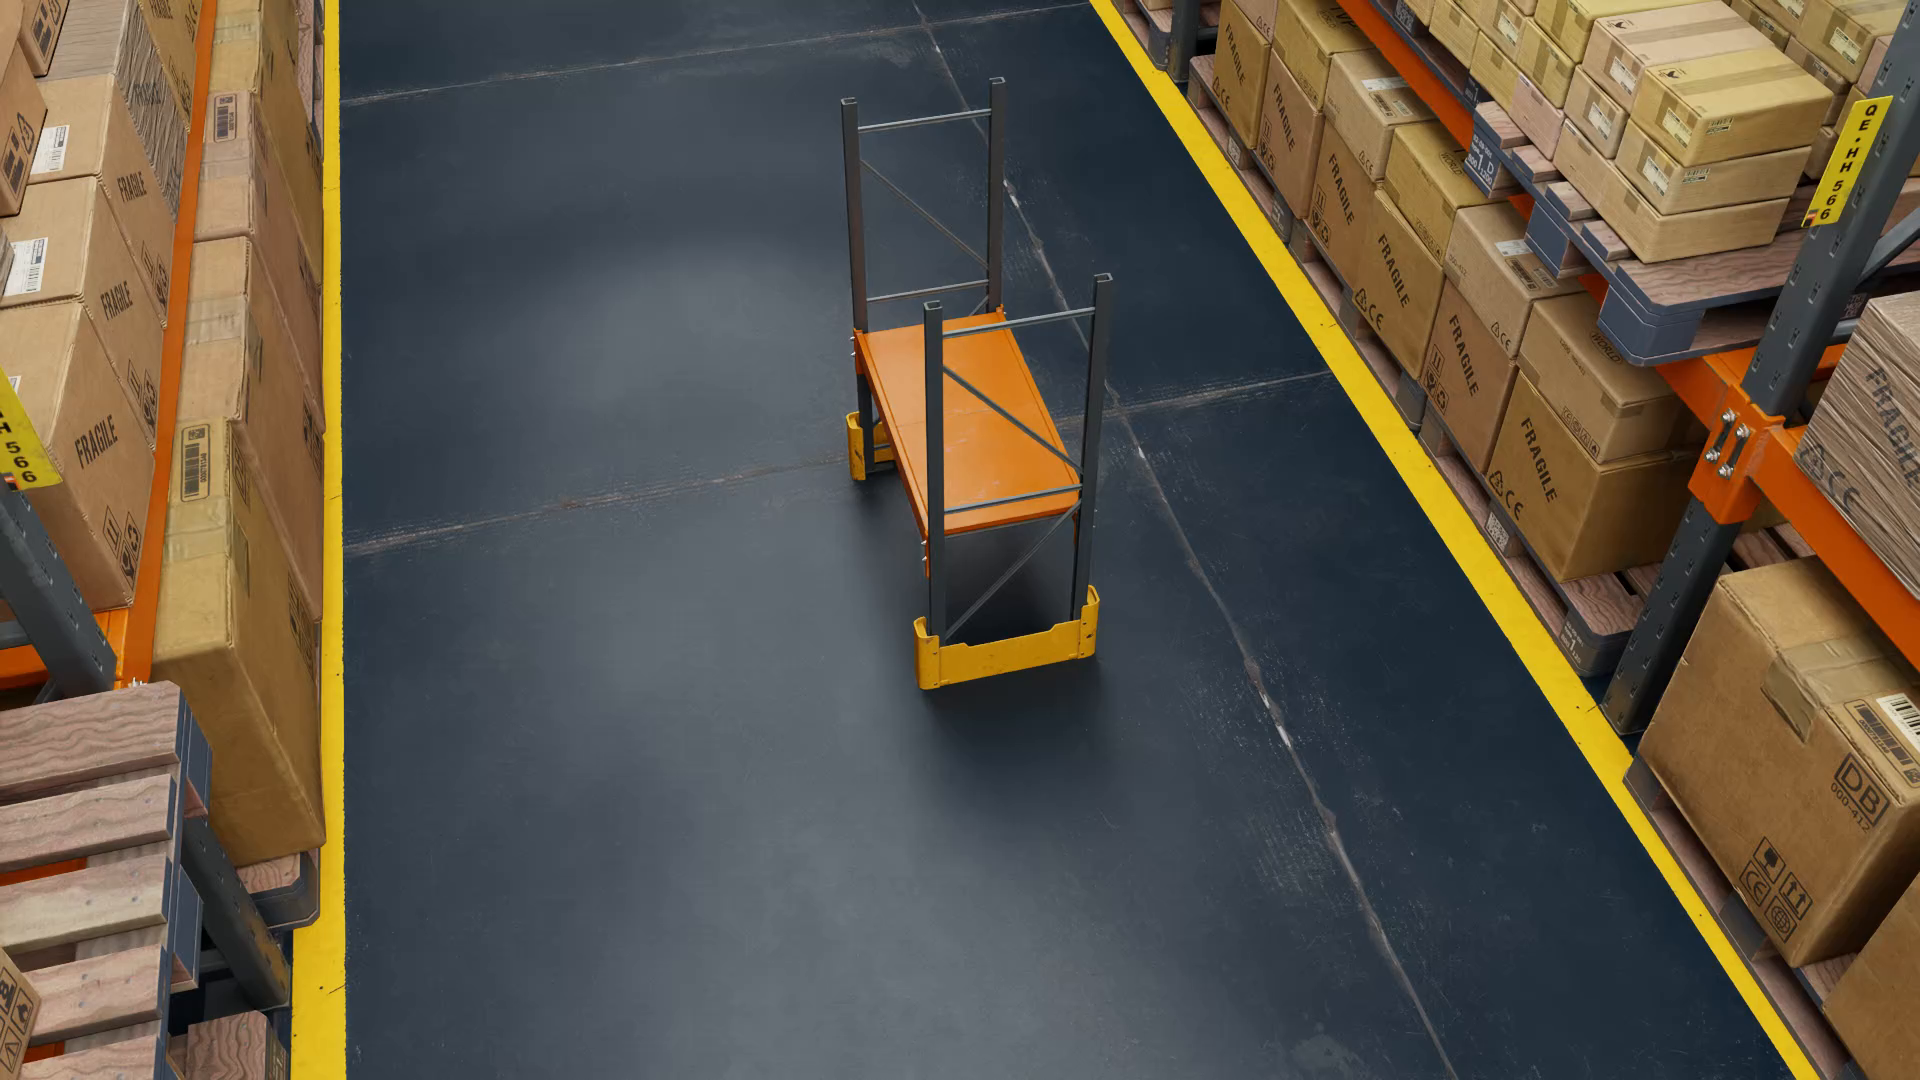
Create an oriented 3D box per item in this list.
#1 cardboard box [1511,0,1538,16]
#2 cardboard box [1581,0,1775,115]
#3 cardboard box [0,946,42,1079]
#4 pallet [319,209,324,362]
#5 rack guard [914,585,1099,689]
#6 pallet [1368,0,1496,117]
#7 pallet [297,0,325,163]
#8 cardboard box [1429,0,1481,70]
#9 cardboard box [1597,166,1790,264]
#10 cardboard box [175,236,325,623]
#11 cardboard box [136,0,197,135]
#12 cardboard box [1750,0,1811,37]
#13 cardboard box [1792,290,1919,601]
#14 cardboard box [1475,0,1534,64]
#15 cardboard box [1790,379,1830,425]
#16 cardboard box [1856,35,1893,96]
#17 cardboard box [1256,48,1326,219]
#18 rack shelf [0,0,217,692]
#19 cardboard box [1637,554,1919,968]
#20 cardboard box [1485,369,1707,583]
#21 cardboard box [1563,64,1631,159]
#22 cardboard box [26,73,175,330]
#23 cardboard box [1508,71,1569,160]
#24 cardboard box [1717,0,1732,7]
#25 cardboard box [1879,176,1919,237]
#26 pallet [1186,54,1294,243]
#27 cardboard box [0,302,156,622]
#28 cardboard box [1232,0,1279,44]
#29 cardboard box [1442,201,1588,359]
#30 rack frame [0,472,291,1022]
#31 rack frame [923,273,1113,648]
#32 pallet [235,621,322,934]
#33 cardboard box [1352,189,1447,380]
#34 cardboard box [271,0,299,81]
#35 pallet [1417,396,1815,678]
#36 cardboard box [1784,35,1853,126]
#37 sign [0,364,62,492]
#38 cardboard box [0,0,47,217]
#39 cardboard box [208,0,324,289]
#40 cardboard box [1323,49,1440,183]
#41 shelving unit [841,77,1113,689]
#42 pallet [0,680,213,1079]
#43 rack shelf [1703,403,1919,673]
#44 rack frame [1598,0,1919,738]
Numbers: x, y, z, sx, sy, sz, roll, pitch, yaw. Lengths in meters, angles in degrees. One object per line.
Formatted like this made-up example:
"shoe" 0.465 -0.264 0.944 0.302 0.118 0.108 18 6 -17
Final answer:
"cardboard box" 1.737 -1.630 4.713 0.380 0.149 0.250 -9 46 -9
"cardboard box" 1.876 -1.266 4.356 0.380 0.149 0.250 -11 47 -11
"cardboard box" -1.897 0.817 2.485 0.700 0.500 0.500 -4 46 -4
"pallet" -3.068 -1.000 6.582 1.003 0.211 1.213 -11 47 -10
"rack guard" 0.147 0.309 5.272 0.587 0.250 0.087 -11 47 -10
"pallet" 1.960 -1.862 5.609 1.003 0.211 1.213 -11 47 -10
"pallet" -3.457 -2.058 7.619 1.003 0.211 1.213 -11 47 -10
"cardboard box" 1.677 -1.593 5.093 0.380 0.149 0.250 -13 47 -12
"cardboard box" 1.936 -0.886 4.400 0.380 0.149 0.250 -10 46 -10
"cardboard box" -2.691 -0.234 5.072 1.225 0.875 0.875 -11 47 -10
"cardboard box" -2.694 -1.555 5.103 0.500 0.500 0.500 -11 47 -11
"cardboard box" 2.446 -1.547 4.631 0.380 0.149 0.250 -11 47 -11
"cardboard box" 2.361 -0.246 3.821 0.500 0.500 0.500 -10 46 -10
"cardboard box" 1.737 -1.529 4.822 0.380 0.149 0.250 -11 47 -10
"cardboard box" 2.564 -0.625 5.194 0.500 0.250 0.500 -13 47 -12
"cardboard box" 2.574 -1.195 4.286 0.380 0.149 0.250 -11 47 -10
"cardboard box" 1.552 -1.680 6.753 0.500 0.500 0.500 -9 46 -9
"rack shelf" -2.826 -0.862 4.998 1.077 0.370 4.000 -11 47 -10
"cardboard box" 2.576 0.507 4.434 1.050 0.750 0.750 -11 47 -11
"cardboard box" 2.085 -0.249 5.350 0.500 0.500 0.500 -11 47 -11
"cardboard box" 1.870 -1.175 4.475 0.380 0.149 0.250 -9 46 -9
"cardboard box" -2.444 -0.862 4.425 0.500 0.500 0.500 -11 47 -11
"cardboard box" 1.808 -1.235 4.742 0.380 0.149 0.250 -10 46 -10
"cardboard box" 2.369 -1.649 4.939 0.380 0.149 0.250 -11 47 -10
"cardboard box" 2.587 -0.975 4.487 0.380 0.149 0.250 -11 47 -11
"pallet" 1.683 -1.819 7.385 1.003 0.211 1.213 -11 47 -10
"cardboard box" -2.175 -0.154 3.730 0.500 0.500 0.500 -9 46 -9
"cardboard box" 1.416 -2.308 6.843 0.500 0.250 0.500 -13 47 -12
"cardboard box" 1.938 -0.876 5.439 0.500 0.250 0.500 -10 46 -10
"rack frame" -2.314 0.267 3.388 1.000 3.000 0.127 -11 47 -10
"rack frame" 0.152 -0.115 4.813 0.500 1.500 0.032 -11 47 -10
"pallet" -2.443 0.685 4.931 1.003 0.211 1.213 -11 47 -10
"cardboard box" 1.805 -0.970 6.057 0.500 0.500 0.500 -13 47 -12
"cardboard box" -3.430 -2.368 7.165 0.875 0.875 0.875 -11 47 -10
"pallet" 2.308 -0.134 5.734 1.003 0.211 1.213 -11 47 -10
"cardboard box" 2.506 -1.291 4.588 0.380 0.149 0.250 -9 46 -8
"sign" -1.792 -0.217 3.107 0.100 0.325 0.005 -11 47 -10
"cardboard box" -2.650 -1.078 3.933 0.797 0.503 0.637 -10 46 -9
"cardboard box" -3.155 -1.460 6.274 1.225 0.875 0.875 -11 47 -10
"cardboard box" 1.681 -1.588 6.137 0.500 0.250 0.500 -9 46 -9
"shelving unit" 0.020 -0.472 5.163 0.587 1.500 1.083 -11 47 -10
"pallet" -2.029 0.806 2.994 1.213 0.211 1.003 -11 47 -10
"rack shelf" 3.019 1.062 3.112 1.077 0.370 4.000 -11 47 -10
"rack frame" 2.507 -0.570 4.209 1.000 3.000 0.127 -11 47 -10
